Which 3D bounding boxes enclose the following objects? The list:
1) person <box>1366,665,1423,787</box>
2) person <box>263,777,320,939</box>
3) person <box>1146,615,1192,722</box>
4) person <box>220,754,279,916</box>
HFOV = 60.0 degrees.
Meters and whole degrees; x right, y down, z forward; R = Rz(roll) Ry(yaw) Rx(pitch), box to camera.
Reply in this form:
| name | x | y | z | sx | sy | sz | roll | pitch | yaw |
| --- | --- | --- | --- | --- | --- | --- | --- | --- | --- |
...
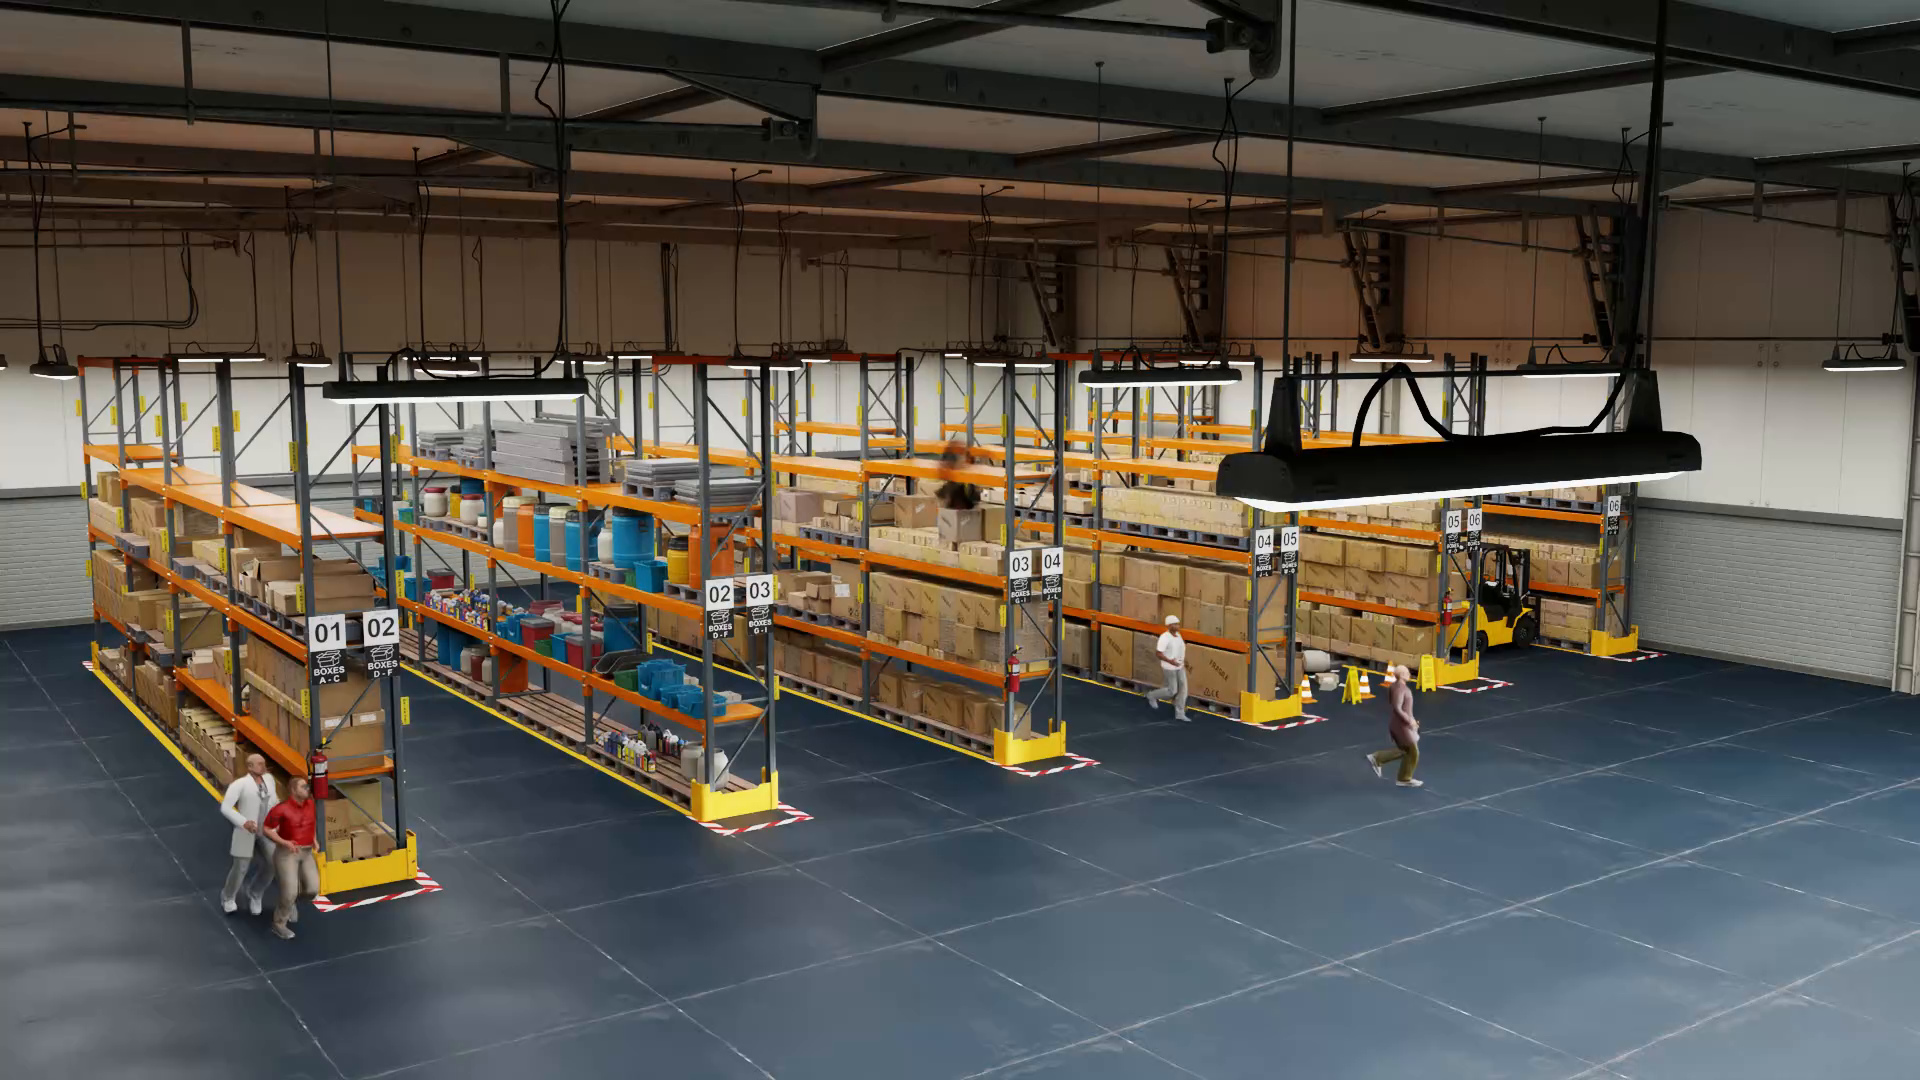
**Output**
| name | x | y | z | sx | sy | sz | roll | pitch | yaw |
| --- | --- | --- | --- | --- | --- | --- | --- | --- | --- |
| person | 6.166 | 2.622 | 23.504 | 0.774 | 1.734 | 0.752 | 1 | 7 | 6 |
| person | -7.115 | 3.367 | 17.828 | 0.582 | 1.650 | 0.667 | 4 | 8 | 32 |
| person | 3.515 | 2.123 | 27.704 | 0.850 | 1.758 | 0.699 | 6 | 9 | 42 |
| person | -7.815 | 3.256 | 18.443 | 0.692 | 1.756 | 0.775 | 5 | 8 | 35 |
